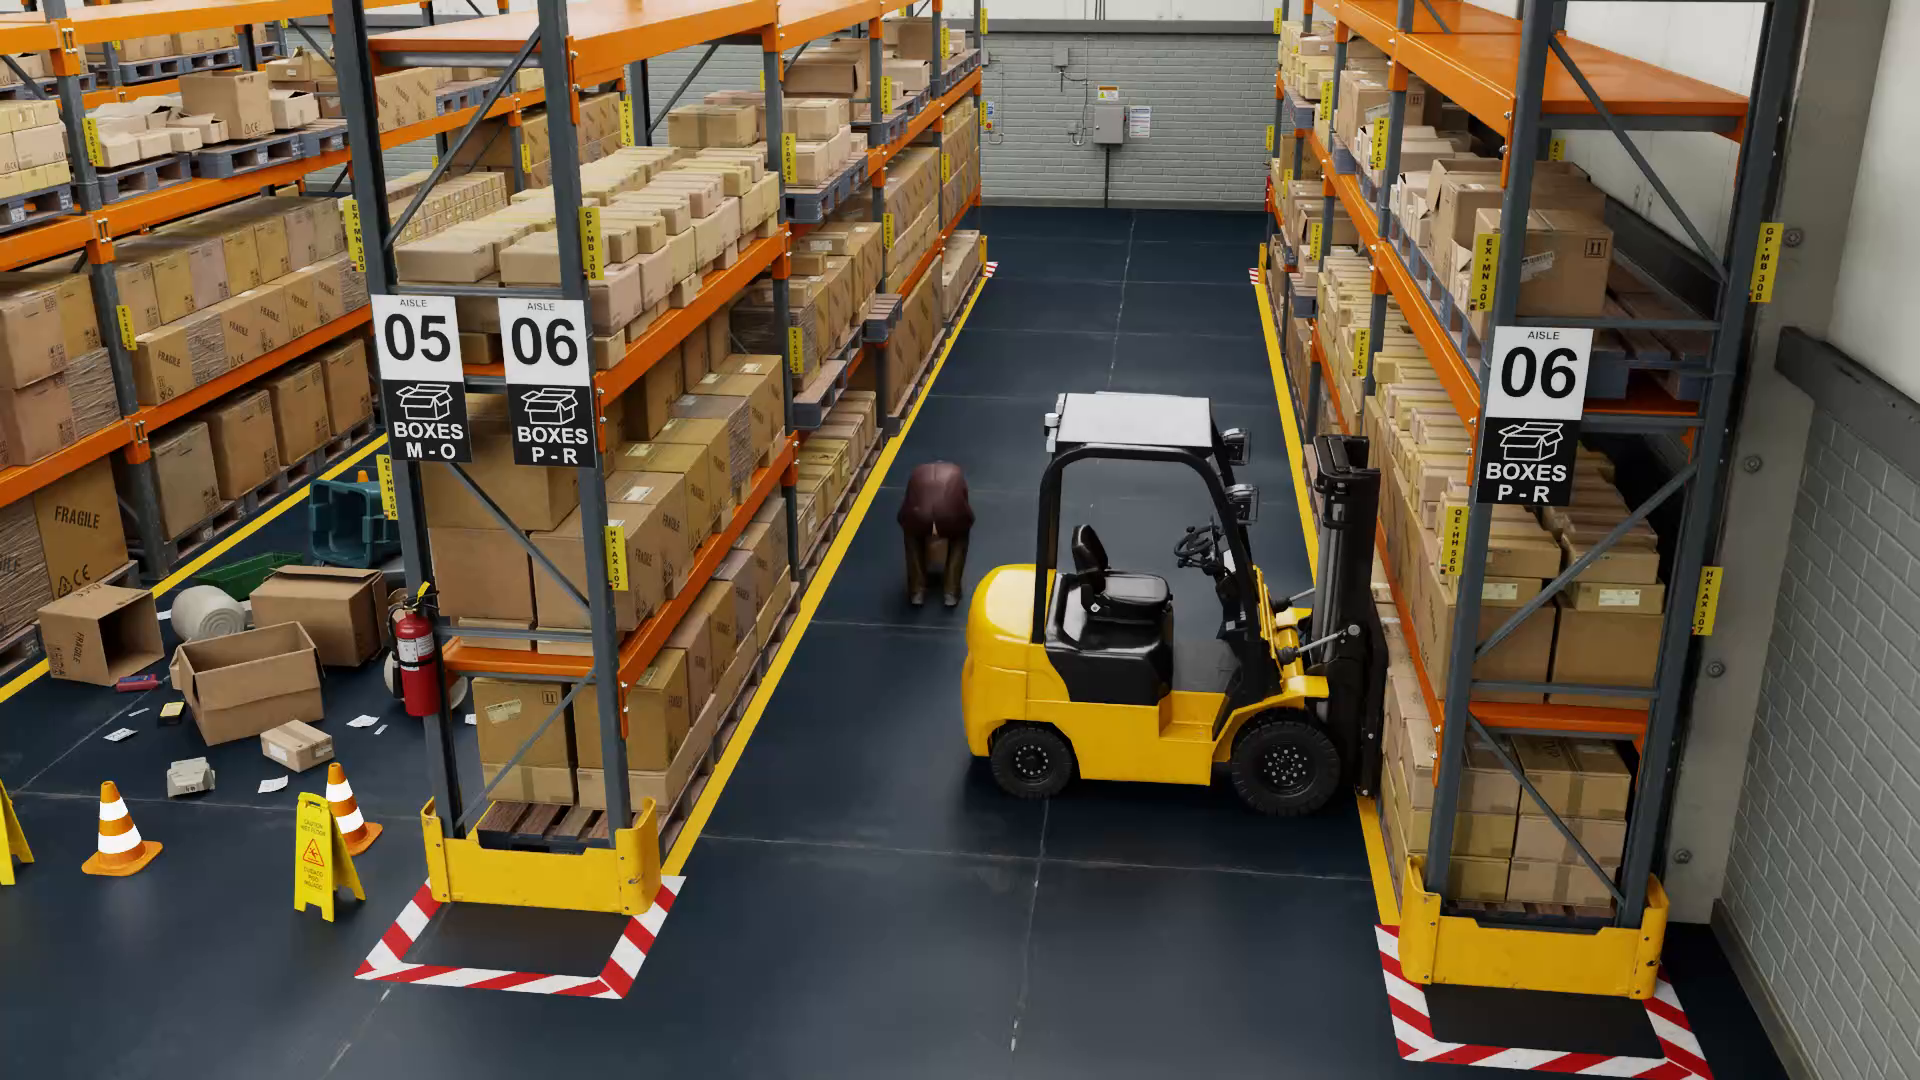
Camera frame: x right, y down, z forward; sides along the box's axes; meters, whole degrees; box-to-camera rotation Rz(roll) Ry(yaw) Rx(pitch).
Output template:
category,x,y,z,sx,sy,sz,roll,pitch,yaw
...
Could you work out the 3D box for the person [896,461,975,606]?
category,x,y,z,sx,sy,sz,roll,pitch,yaw
person,-0.170,-0.125,12.444,0.585,1.052,0.946,1,21,3
